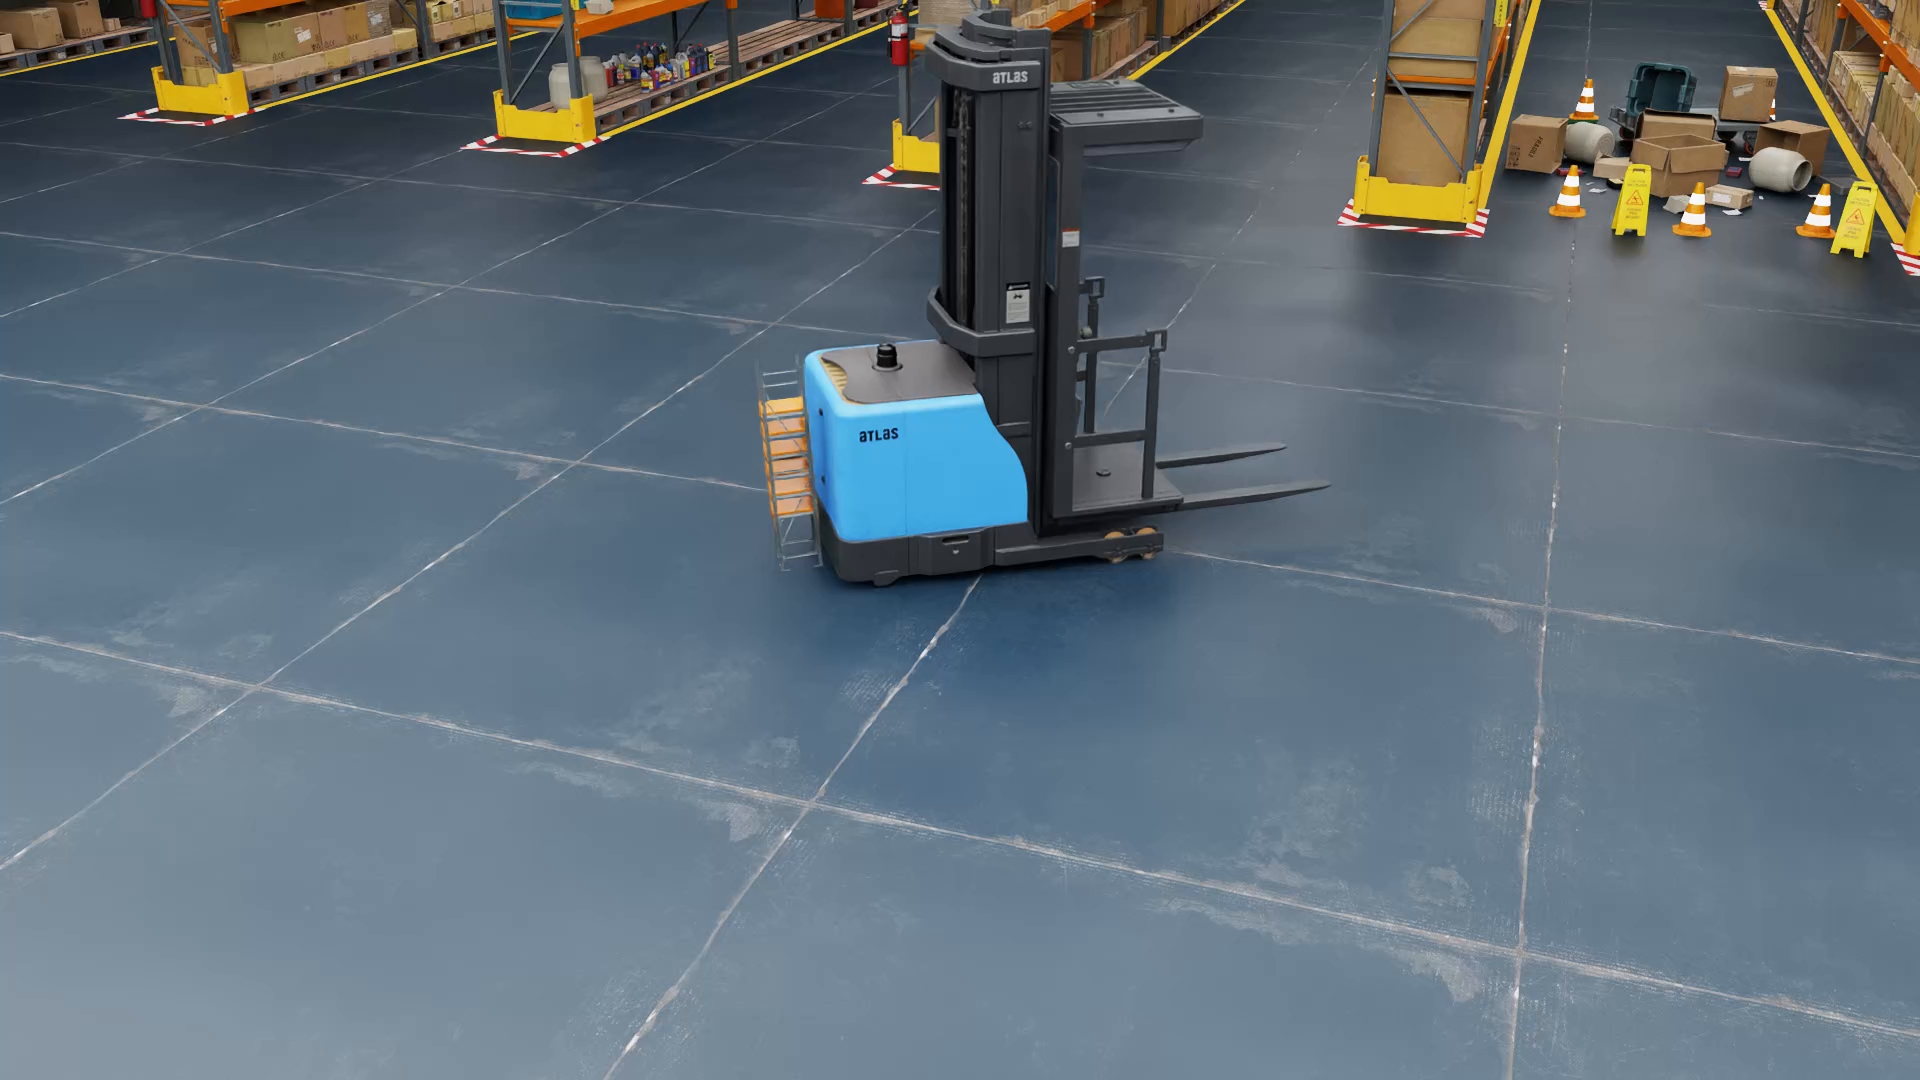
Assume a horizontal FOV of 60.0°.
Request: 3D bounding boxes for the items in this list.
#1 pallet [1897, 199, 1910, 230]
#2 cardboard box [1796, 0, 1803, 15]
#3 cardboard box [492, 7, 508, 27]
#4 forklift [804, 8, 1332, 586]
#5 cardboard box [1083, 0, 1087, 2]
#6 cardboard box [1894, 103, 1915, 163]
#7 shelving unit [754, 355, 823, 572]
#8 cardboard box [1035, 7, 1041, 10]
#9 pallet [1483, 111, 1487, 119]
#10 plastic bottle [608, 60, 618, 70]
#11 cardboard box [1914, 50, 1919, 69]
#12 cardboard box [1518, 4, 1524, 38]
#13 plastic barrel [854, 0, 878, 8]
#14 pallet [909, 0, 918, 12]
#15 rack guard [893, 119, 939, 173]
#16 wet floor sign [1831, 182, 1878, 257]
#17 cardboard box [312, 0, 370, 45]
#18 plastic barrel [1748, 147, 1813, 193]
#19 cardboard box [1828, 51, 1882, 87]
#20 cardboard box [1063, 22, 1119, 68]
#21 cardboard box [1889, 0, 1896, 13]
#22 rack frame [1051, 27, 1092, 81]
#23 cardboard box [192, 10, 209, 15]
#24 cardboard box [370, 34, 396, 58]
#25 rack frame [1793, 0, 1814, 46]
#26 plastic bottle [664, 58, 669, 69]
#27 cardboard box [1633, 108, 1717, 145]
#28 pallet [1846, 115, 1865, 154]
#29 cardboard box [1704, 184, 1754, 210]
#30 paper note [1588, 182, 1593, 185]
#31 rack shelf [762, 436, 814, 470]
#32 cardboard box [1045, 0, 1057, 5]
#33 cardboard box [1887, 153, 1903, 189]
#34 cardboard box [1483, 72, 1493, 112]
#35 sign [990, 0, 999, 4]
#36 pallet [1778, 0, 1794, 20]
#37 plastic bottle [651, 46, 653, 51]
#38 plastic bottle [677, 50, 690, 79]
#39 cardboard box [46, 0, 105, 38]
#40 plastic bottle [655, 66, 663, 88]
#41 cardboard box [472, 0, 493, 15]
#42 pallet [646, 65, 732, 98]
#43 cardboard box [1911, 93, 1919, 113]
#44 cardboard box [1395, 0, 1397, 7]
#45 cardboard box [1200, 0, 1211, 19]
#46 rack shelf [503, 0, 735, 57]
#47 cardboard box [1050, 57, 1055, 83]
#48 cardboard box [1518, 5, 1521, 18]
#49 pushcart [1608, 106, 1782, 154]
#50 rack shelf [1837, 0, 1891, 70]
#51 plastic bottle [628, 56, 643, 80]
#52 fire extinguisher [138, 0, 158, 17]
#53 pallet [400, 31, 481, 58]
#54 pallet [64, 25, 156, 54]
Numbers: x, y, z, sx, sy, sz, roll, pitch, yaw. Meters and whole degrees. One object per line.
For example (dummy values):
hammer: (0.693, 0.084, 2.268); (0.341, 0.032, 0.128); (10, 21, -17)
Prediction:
pallet: (9.514, -3.001, 15.706); (1.003, 0.211, 1.213); (9, 27, 17)
cardboard box: (13.786, -8.474, 26.268); (0.875, 0.438, 0.875); (8, 27, 16)
cardboard box: (-7.290, -8.128, 25.770); (0.500, 0.250, 0.500); (9, 27, 18)
forklift: (0.672, -1.411, 9.300); (3.031, 2.935, 1.130); (-7, 27, -14)
cardboard box: (1.377, -6.733, 20.502); (0.380, 0.149, 0.250); (9, 27, 17)
cardboard box: (9.551, -3.974, 16.328); (0.500, 0.500, 0.500); (8, 27, 16)
shelving unit: (-0.946, -0.414, 9.212); (0.258, 1.200, 0.189); (-9, 27, -10)
cardboard box: (0.709, -6.027, 19.044); (0.380, 0.149, 0.250); (9, 27, 17)
pallet: (6.001, -5.289, 20.432); (1.003, 0.211, 1.213); (9, 27, 17)
plastic bottle: (-4.477, -5.999, 21.318); (0.152, 0.276, 0.135); (8, 27, 16)
cardboard box: (9.617, -4.712, 16.328); (0.380, 0.149, 0.250); (9, 27, 17)
cardboard box: (8.123, -7.806, 24.817); (0.500, 0.500, 0.500); (8, 27, 16)
plastic barrel: (-1.646, -9.110, 27.409); (0.600, 0.588, 0.708); (9, 27, 17)
pallet: (-1.133, -9.417, 28.957); (1.003, 0.211, 1.213); (9, 27, 17)
rack guard: (-0.134, -4.239, 17.932); (1.175, 0.500, 0.348); (9, 27, 17)
wet floor sign: (8.113, -2.914, 15.027); (0.267, 0.644, 0.232); (20, 32, 35)
cardboard box: (-8.458, -7.072, 22.727); (0.500, 0.500, 0.500); (9, 27, 17)
plastic barrel: (8.445, -3.805, 17.123); (0.421, 0.421, 0.512); (-14, 29, -27)
cardboard box: (11.650, -5.959, 21.150); (0.950, 0.372, 0.625); (7, 27, 14)
cardboard box: (1.758, -6.722, 22.556); (0.700, 0.500, 0.500); (6, 27, 13)
cardboard box: (10.427, -5.867, 18.233); (0.380, 0.149, 0.250); (9, 27, 18)
rack frame: (1.171, -6.977, 20.718); (1.000, 3.000, 0.127); (9, 27, 17)
cardboard box: (-12.488, -8.729, 26.701); (0.700, 0.500, 0.500); (8, 27, 16)
cardboard box: (-8.293, -6.940, 23.316); (0.500, 0.250, 0.500); (9, 27, 17)
rack frame: (13.179, -8.828, 24.540); (1.000, 3.000, 0.127); (9, 27, 17)
plastic bottle: (-3.772, -6.102, 21.522); (0.061, 0.283, 0.133); (9, 27, 17)
cardboard box: (7.686, -4.308, 17.915); (0.797, 0.637, 0.503); (9, 27, 17)
pallet: (10.774, -4.605, 19.019); (1.003, 0.211, 1.213); (9, 27, 17)
cardboard box: (7.717, -3.444, 16.693); (0.250, 0.149, 0.380); (-20, 33, -36)
paper note: (6.624, -3.749, 17.481); (0.123, 0.001, 0.032); (-20, 33, -36)
rack shelf: (-0.950, -0.481, 9.178); (0.258, 0.103, 0.180); (-9, 27, -10)
cardboard box: (0.692, -6.560, 19.400); (0.875, 0.500, 0.500); (9, 27, 17)
cardboard box: (9.549, -3.646, 16.512); (0.500, 0.250, 0.500); (8, 27, 16)
cardboard box: (5.937, -5.661, 20.099); (1.050, 0.750, 0.750); (9, 27, 17)
sign: (0.352, -5.644, 16.972); (0.100, 0.325, 0.005); (9, 27, 17)
pallet: (14.318, -8.876, 27.841); (1.003, 0.211, 1.213); (9, 27, 17)
plastic bottle: (-4.101, -6.463, 22.278); (0.152, 0.276, 0.135); (10, 27, 19)
plastic bottle: (-3.613, -6.183, 21.613); (0.144, 0.351, 0.185); (9, 27, 17)
cardboard box: (-13.149, -7.773, 24.725); (0.500, 0.500, 0.500); (7, 27, 14)
plastic bottle: (-3.819, -5.862, 21.042); (0.097, 0.271, 0.097); (0, 26, 0)
cardboard box: (-7.454, -8.171, 25.213); (0.500, 0.311, 0.500); (8, 27, 16)
pallet: (-3.762, -6.170, 22.252); (1.003, 0.211, 1.213); (9, 27, 17)
cardboard box: (9.441, -4.216, 16.083); (0.380, 0.149, 0.250); (10, 28, 20)
cardboard box: (4.740, -5.512, 16.282); (0.875, 0.550, 0.550); (9, 27, 17)
cardboard box: (3.343, -8.864, 26.572); (1.225, 0.875, 0.875); (8, 27, 16)
rack shelf: (-4.165, -6.550, 20.661); (1.077, 0.370, 4.000); (9, 27, 17)
cardboard box: (0.817, -5.646, 20.355); (0.500, 0.500, 0.500); (19, 32, 34)
cardboard box: (7.604, -7.510, 23.344); (0.500, 0.250, 0.500); (8, 27, 15)
pushcart: (8.350, -4.670, 18.962); (1.648, 0.377, 0.936); (0, 26, -1)
rack shelf: (11.182, -6.038, 19.604); (1.077, 0.370, 4.000); (9, 27, 17)
plastic bottle: (-4.215, -6.132, 21.594); (0.152, 0.276, 0.135); (9, 27, 17)
fire extinguisher: (-9.978, -6.755, 20.349); (0.296, 0.674, 0.183); (9, 27, 17)
pallet: (-7.961, -7.469, 24.933); (1.003, 0.211, 1.213); (9, 27, 17)
pallet: (-13.032, -7.596, 25.196); (1.003, 0.211, 1.213); (9, 27, 17)
